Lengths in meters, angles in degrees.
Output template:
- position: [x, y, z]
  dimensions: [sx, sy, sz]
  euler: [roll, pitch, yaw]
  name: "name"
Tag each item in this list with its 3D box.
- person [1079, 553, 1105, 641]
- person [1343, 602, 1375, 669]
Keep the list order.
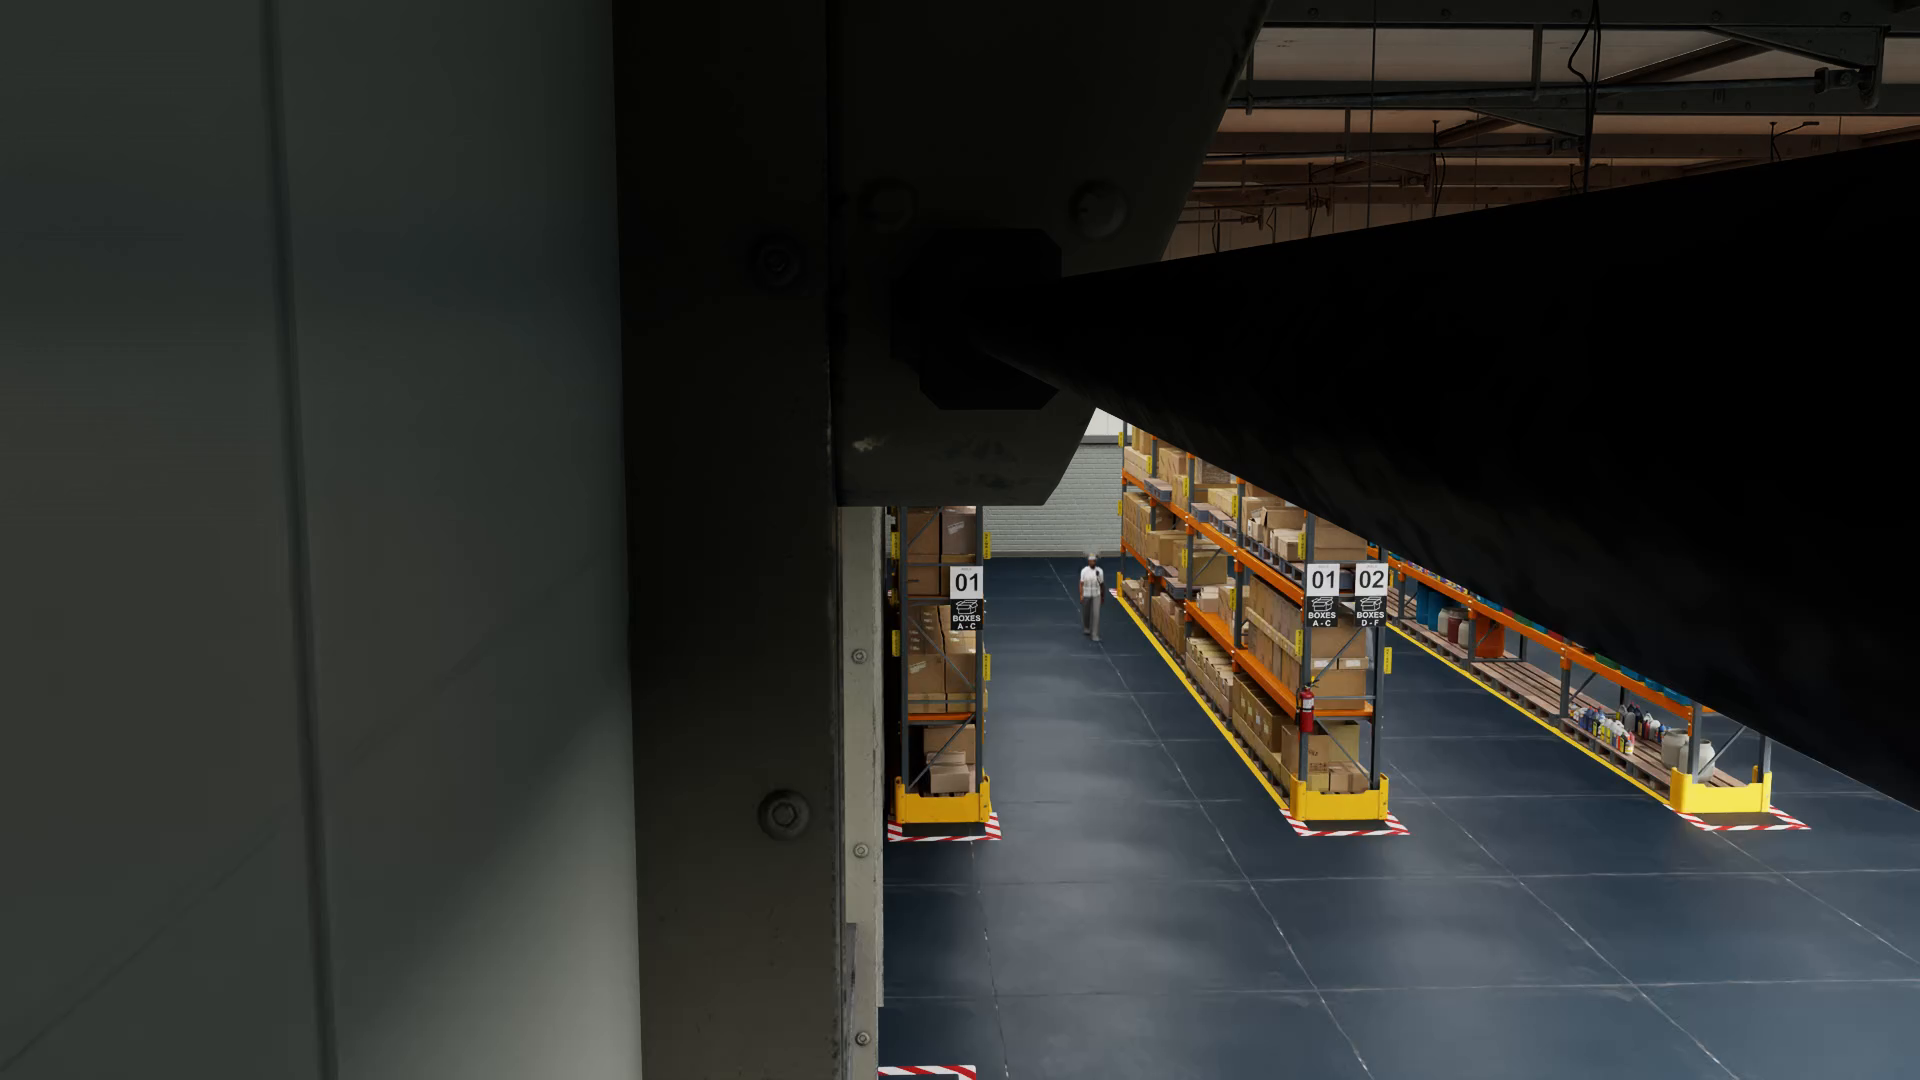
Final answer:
- position: [2.522, 1.059, 31.746]
  dimensions: [0.486, 1.644, 0.935]
  euler: [0, 8, 2]
  name: "person"
- position: [7.068, 1.341, 29.305]
  dimensions: [0.675, 1.727, 1.048]
  euler: [-1, 8, -5]
  name: "person"
